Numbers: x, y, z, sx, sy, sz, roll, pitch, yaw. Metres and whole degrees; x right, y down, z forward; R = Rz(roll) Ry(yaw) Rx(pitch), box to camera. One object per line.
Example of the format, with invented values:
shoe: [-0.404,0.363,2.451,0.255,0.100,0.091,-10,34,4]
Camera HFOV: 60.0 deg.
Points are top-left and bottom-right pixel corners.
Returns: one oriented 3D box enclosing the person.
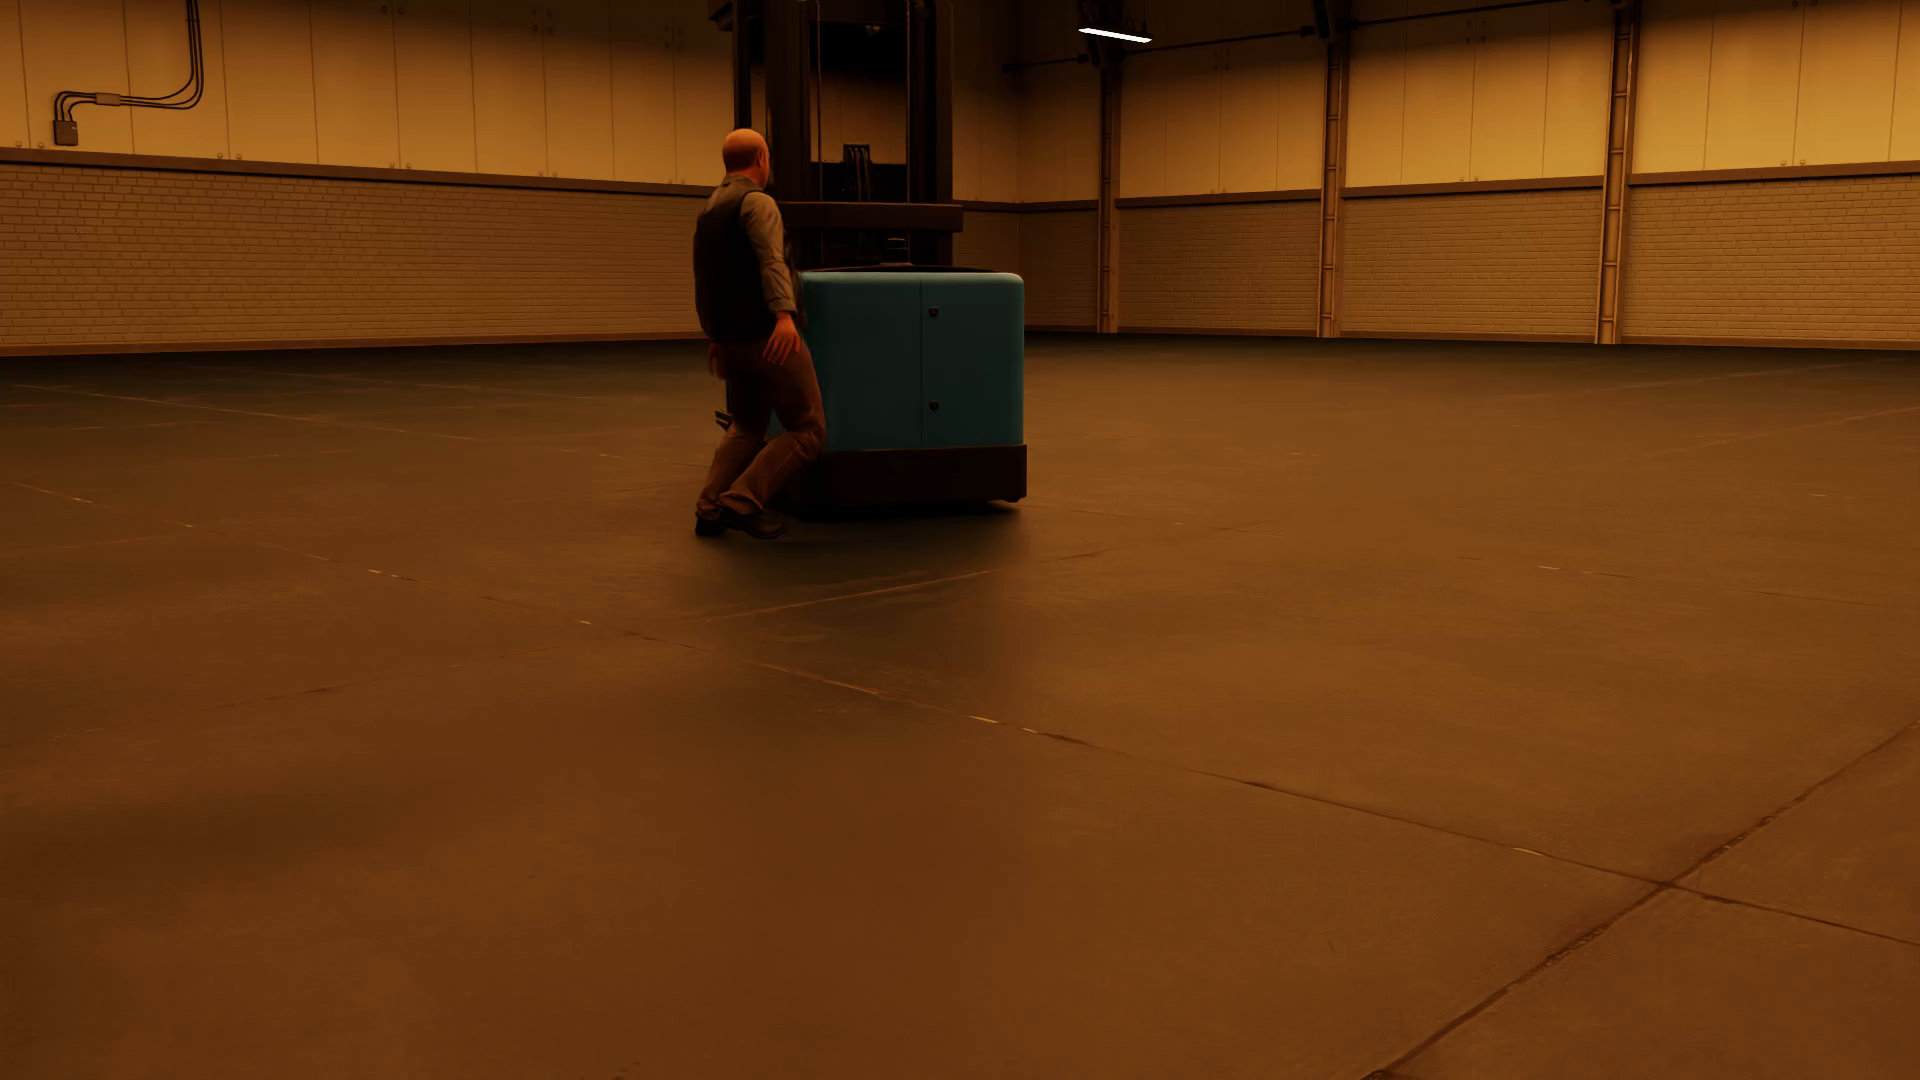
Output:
person: [-0.868,-0.809,6.607,0.485,1.648,0.874,-5,10,-30]

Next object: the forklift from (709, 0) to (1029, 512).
forklift: [-0.648,-1.752,8.509,1.130,2.935,3.031,-3,9,-19]
